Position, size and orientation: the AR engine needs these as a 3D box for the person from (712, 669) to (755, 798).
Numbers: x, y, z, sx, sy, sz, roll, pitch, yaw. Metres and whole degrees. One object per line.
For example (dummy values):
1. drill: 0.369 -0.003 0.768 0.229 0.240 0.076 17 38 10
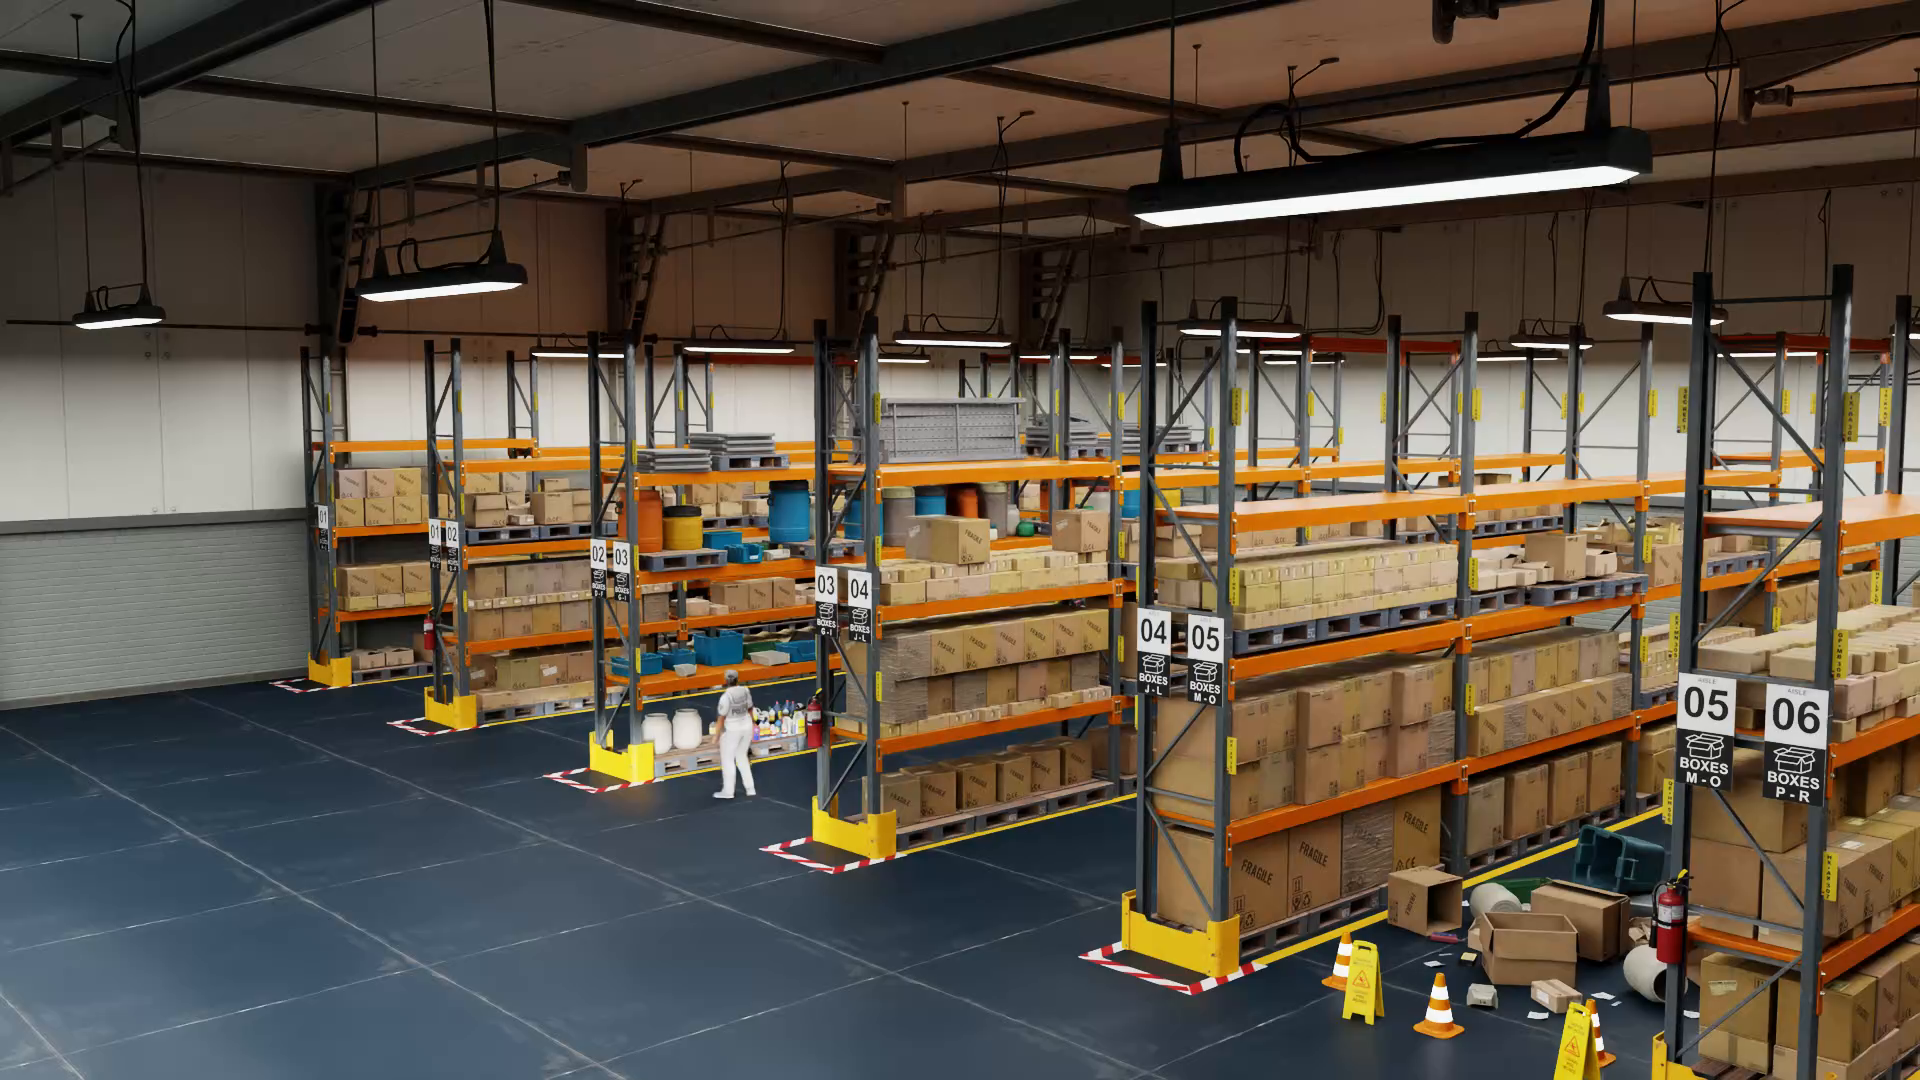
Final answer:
1. person: -2.889 2.496 21.291 0.440 1.729 0.598 3 6 33
